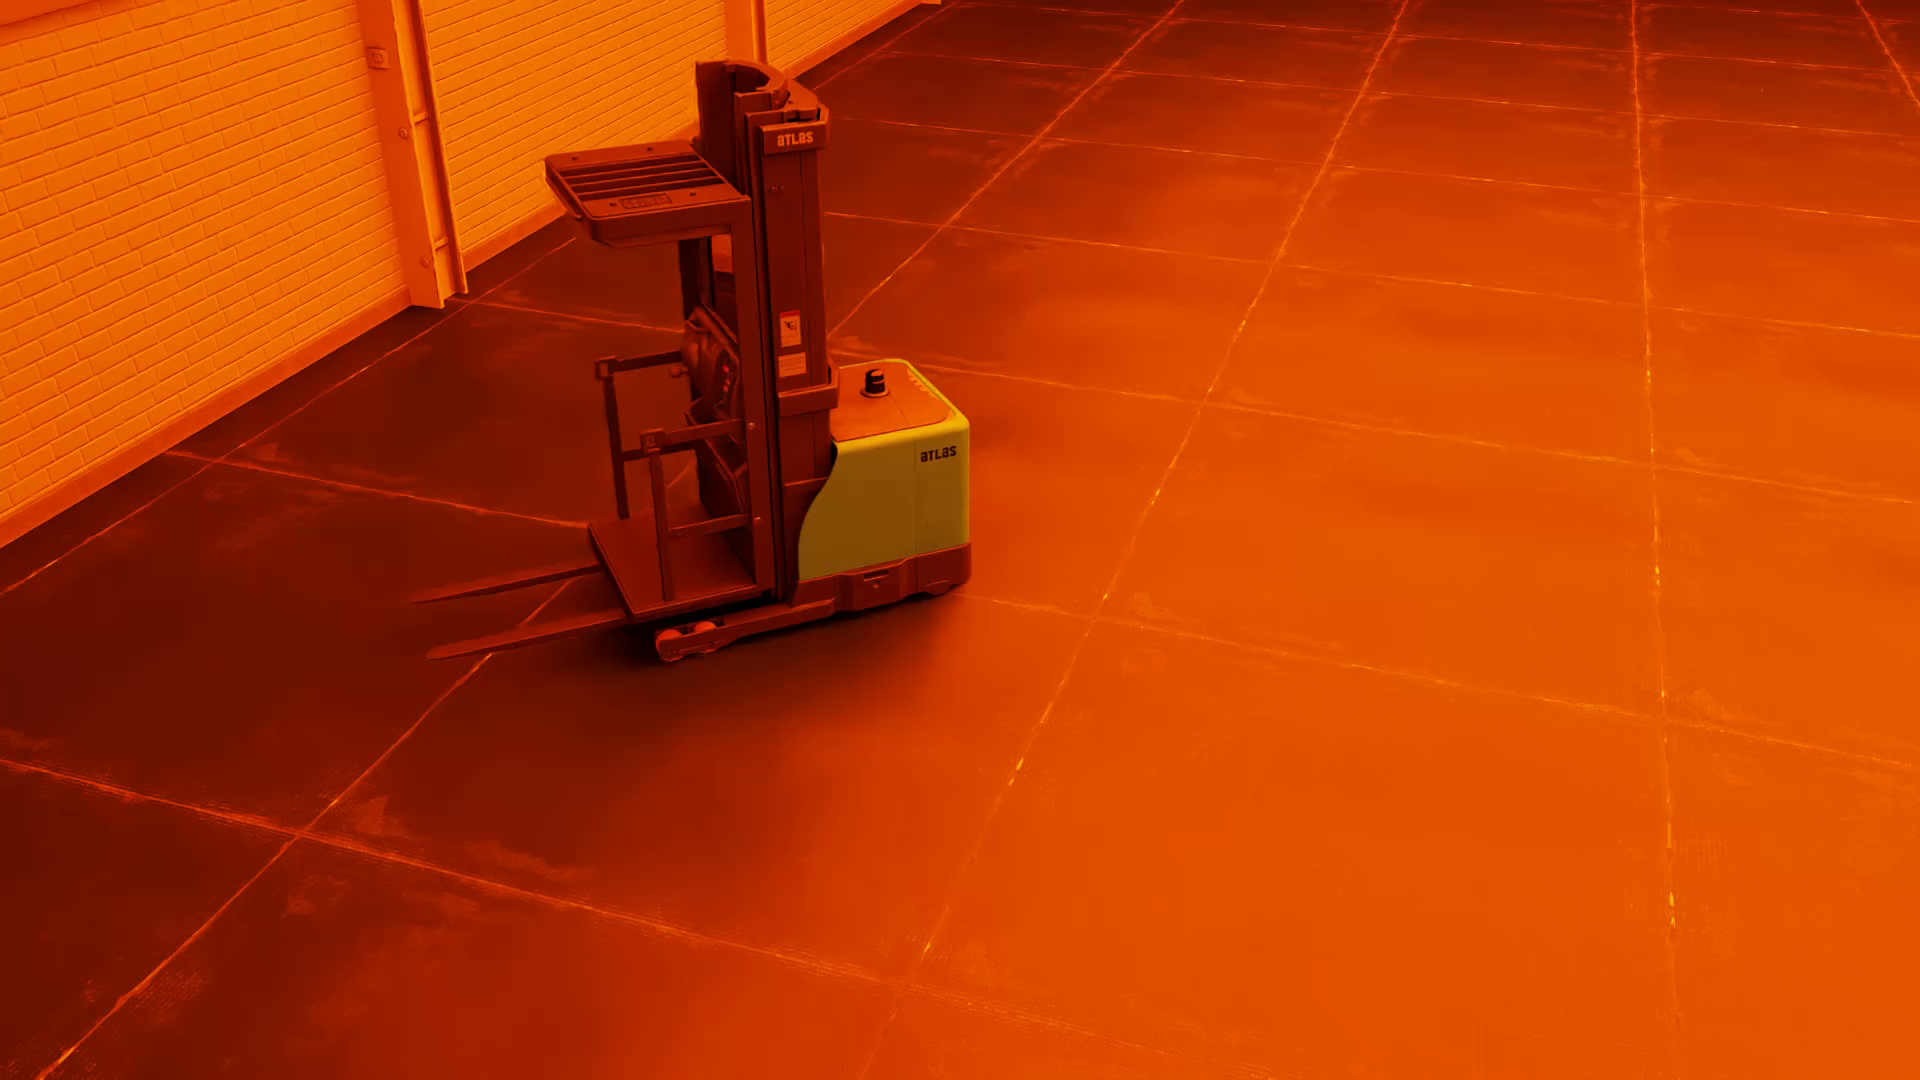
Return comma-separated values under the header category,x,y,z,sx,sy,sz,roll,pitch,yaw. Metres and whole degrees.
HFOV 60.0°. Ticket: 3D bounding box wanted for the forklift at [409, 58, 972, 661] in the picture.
category,x,y,z,sx,sy,sz,roll,pitch,yaw
forklift,-1.497,-0.918,8.748,3.031,2.935,1.130,-12,32,-21
